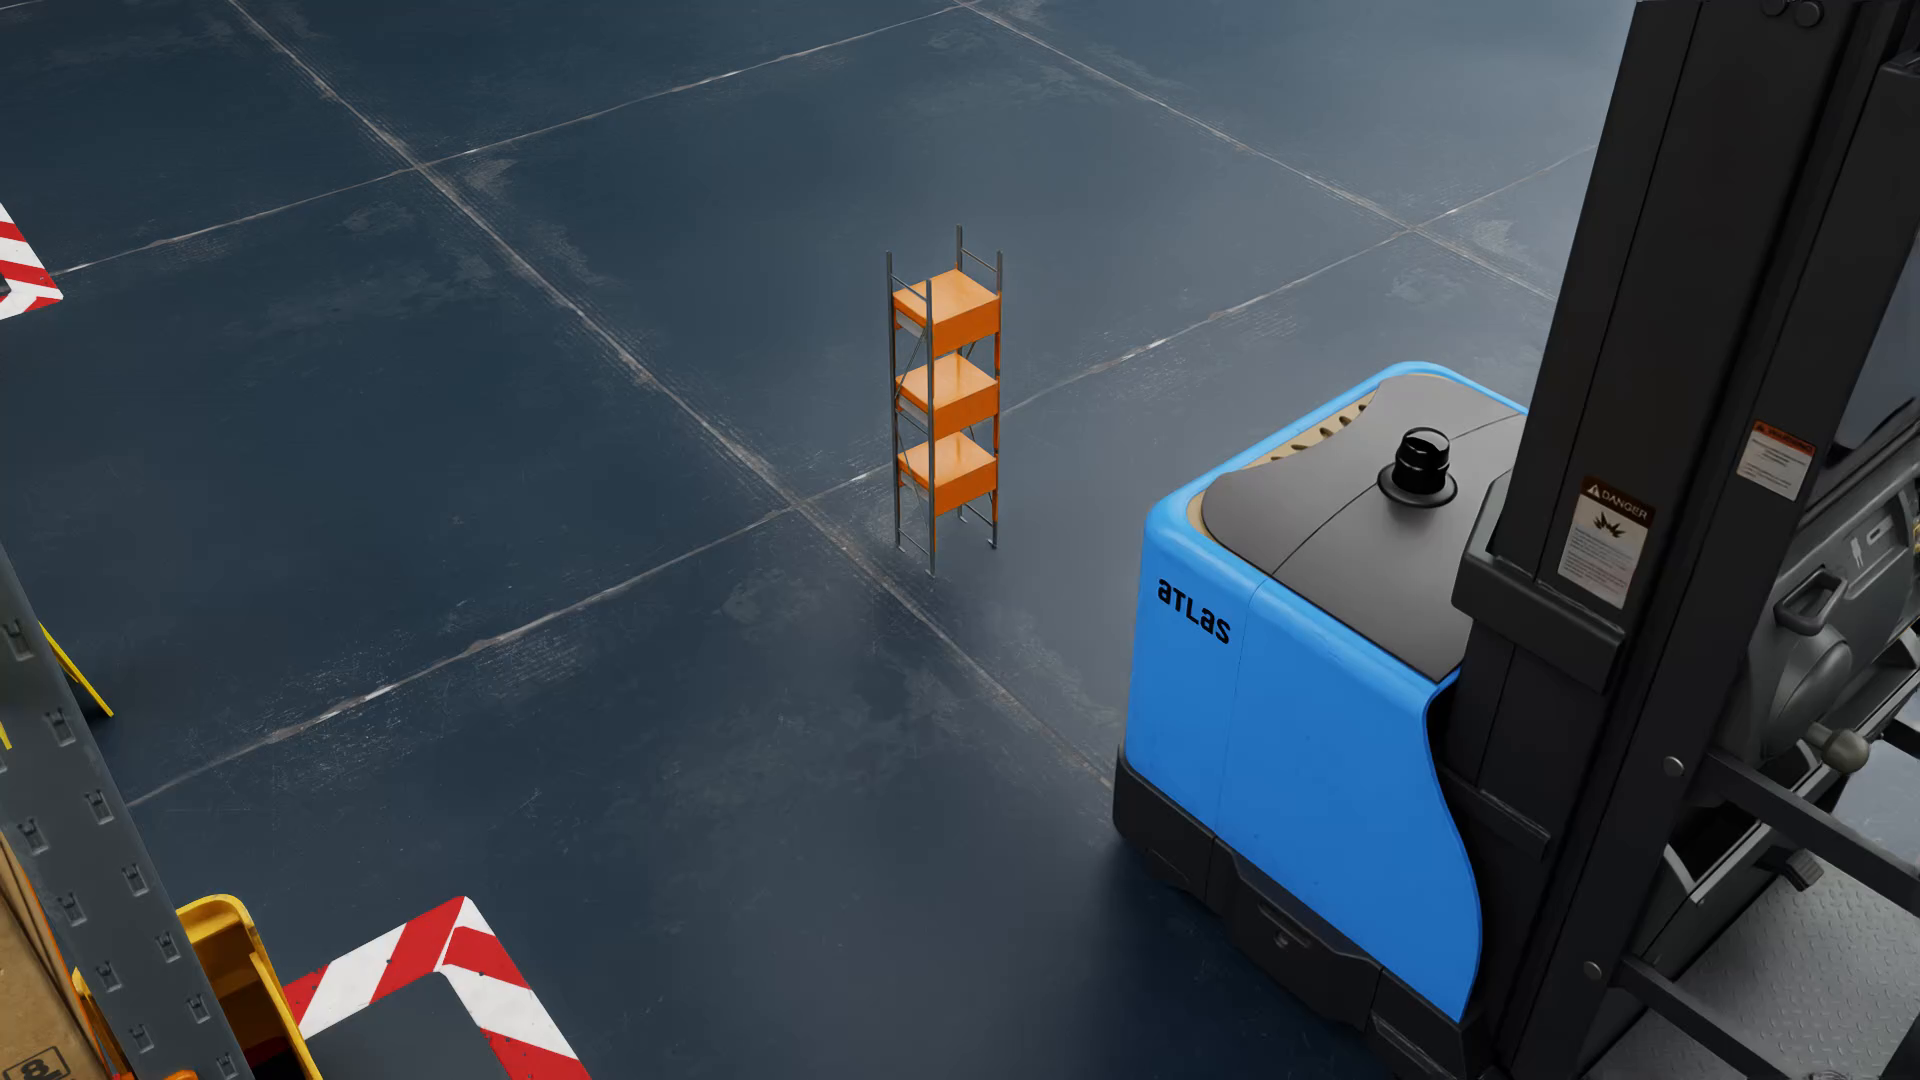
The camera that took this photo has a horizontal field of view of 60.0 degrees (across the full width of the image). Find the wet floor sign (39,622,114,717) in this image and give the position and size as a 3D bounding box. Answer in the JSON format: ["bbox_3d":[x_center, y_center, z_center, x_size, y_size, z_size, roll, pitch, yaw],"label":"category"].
[{"bbox_3d":[-2.544,0.237,4.452,0.267,0.644,0.232,30,48,31],"label":"wet floor sign"}]

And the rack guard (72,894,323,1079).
[{"bbox_3d":[-1.341,1.291,3.282,0.348,0.500,1.175,-26,46,-28],"label":"rack guard"}]

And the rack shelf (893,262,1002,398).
[{"bbox_3d":[-0.042,-0.596,4.719,0.240,0.259,0.215,-26,46,-28],"label":"rack shelf"}]

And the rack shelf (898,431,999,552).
[{"bbox_3d":[-0.042,-0.162,5.075,0.240,0.259,0.215,-26,46,-28],"label":"rack shelf"}]

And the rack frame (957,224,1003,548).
[{"bbox_3d":[0.054,-0.432,4.949,0.008,1.050,0.200,-26,46,-28],"label":"rack frame"}]

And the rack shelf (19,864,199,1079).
[{"bbox_3d":[-2.946,1.385,1.764,4.000,0.370,1.077,-26,46,-28],"label":"rack shelf"}]

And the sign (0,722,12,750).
[{"bbox_3d":[-1.040,0.073,1.696,0.005,0.325,0.100,-26,46,-28],"label":"sign"}]

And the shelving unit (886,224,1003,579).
[{"bbox_3d":[-0.042,-0.385,4.892,0.252,1.050,0.215,-26,46,-28],"label":"shelving unit"}]

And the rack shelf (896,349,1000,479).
[{"bbox_3d":[-0.042,-0.377,4.899,0.240,0.259,0.215,-26,46,-28],"label":"rack shelf"}]

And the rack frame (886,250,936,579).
[{"bbox_3d":[-0.139,-0.338,4.834,0.008,1.050,0.200,-26,46,-28],"label":"rack frame"}]

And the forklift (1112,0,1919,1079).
[{"bbox_3d":[1.736,0.134,2.775,1.130,2.935,3.031,-29,47,-30],"label":"forklift"}]

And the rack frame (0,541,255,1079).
[{"bbox_3d":[-1.360,0.334,2.478,0.127,3.000,1.000,-26,46,-28],"label":"rack frame"}]
